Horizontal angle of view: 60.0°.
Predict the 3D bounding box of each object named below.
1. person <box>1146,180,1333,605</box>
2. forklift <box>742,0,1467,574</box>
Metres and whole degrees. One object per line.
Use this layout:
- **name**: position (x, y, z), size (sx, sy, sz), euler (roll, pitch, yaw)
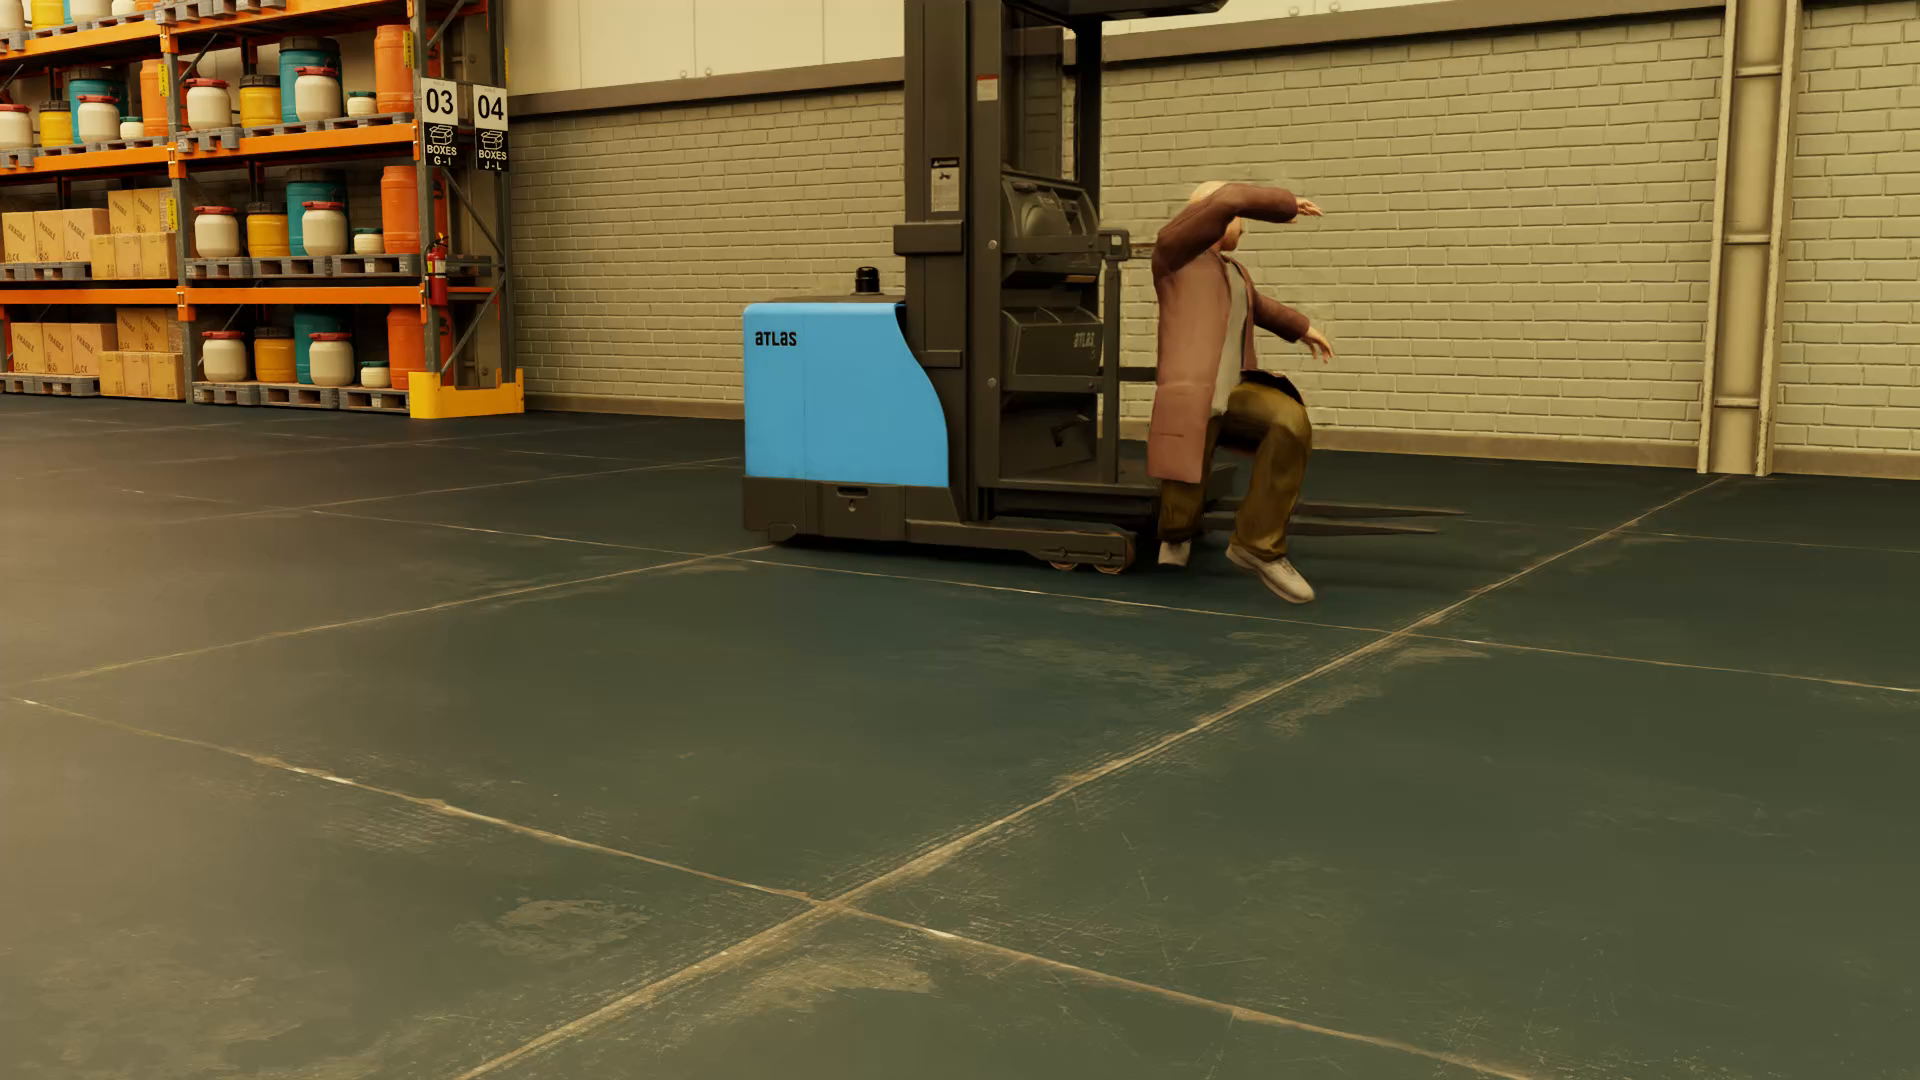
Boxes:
- **person**: position (1.157, -0.581, 6.121), size (1.045, 1.471, 1.022), euler (-4, 9, -24)
- **forklift**: position (0.579, -1.399, 7.030), size (3.031, 2.935, 1.130), euler (4, 9, 26)
